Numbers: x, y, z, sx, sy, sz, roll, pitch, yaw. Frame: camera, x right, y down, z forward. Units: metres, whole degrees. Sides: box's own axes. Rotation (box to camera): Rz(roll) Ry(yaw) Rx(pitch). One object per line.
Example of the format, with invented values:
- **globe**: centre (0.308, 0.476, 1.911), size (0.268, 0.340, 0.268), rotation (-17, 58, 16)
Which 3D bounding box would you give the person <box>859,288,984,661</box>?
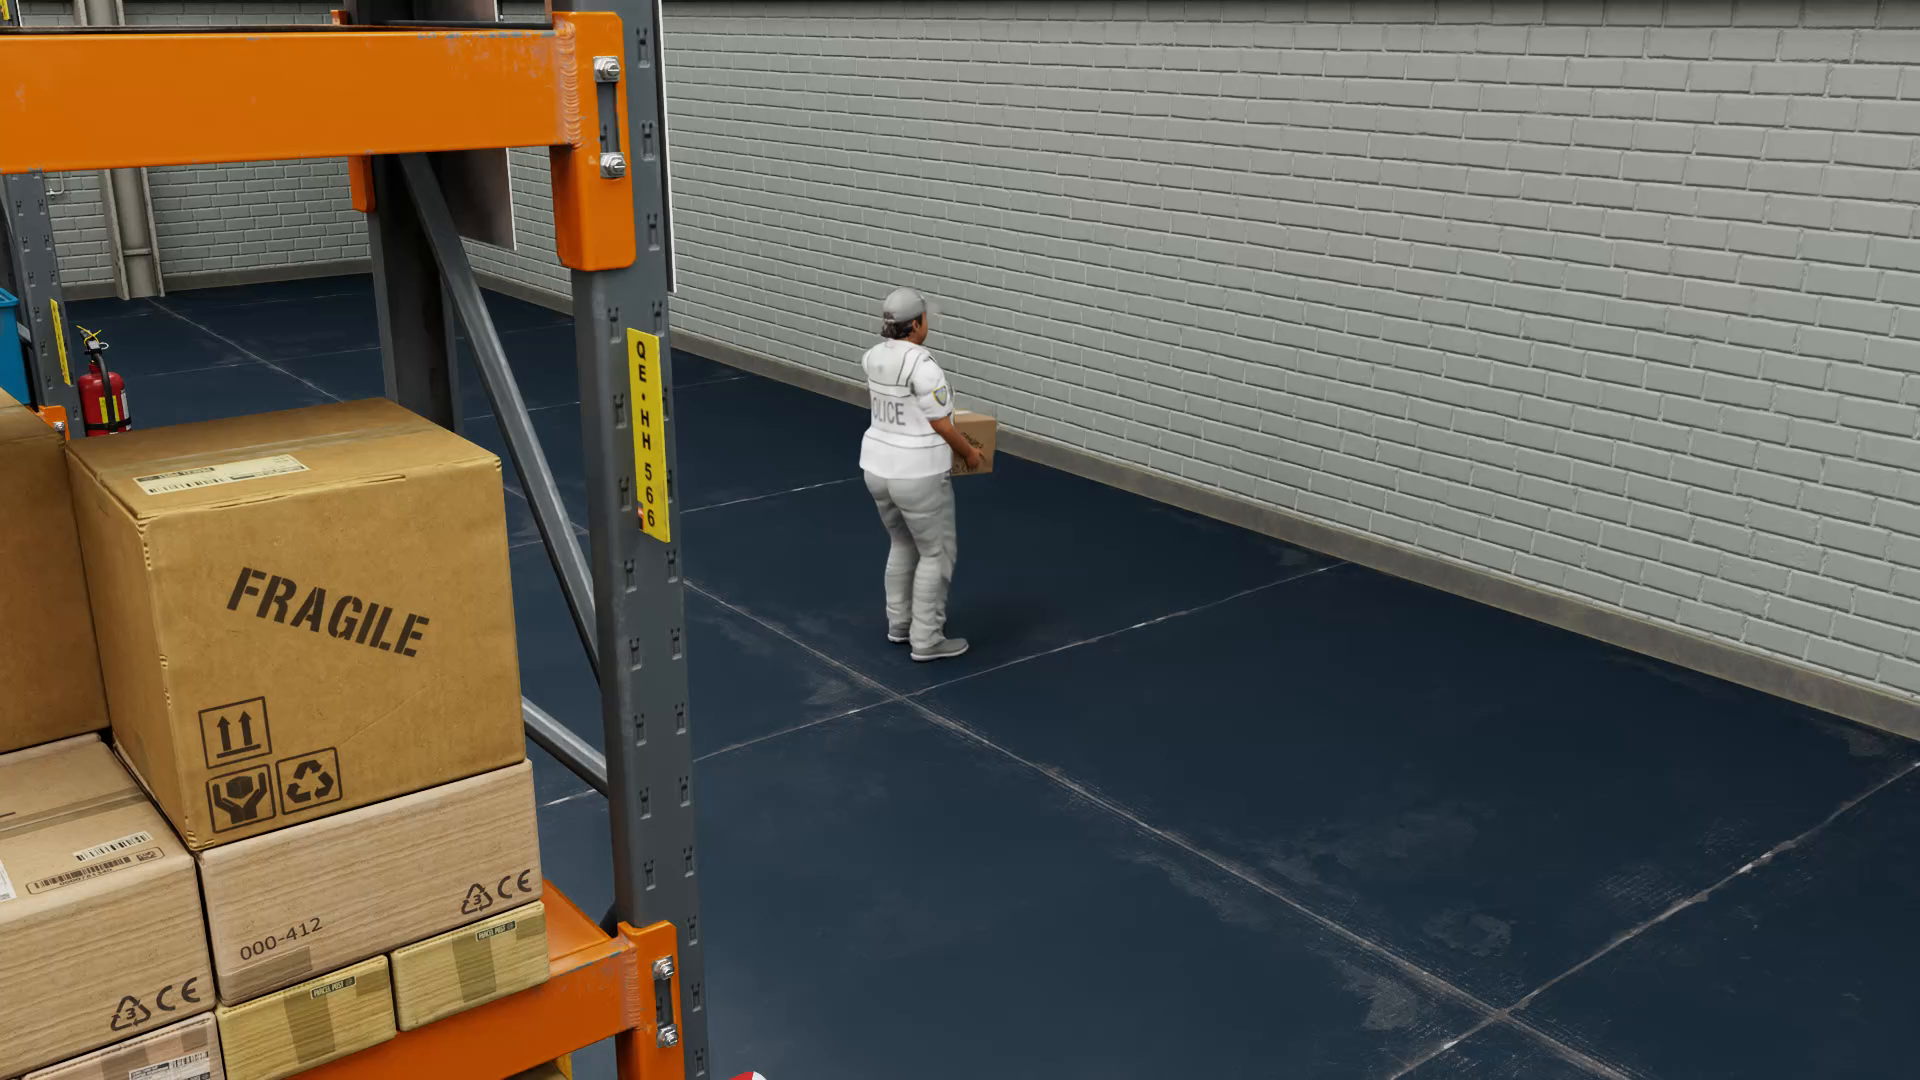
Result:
- **person**: centre (-0.174, -0.308, 7.498), size (0.523, 1.668, 0.480), rotation (-14, 22, -37)
